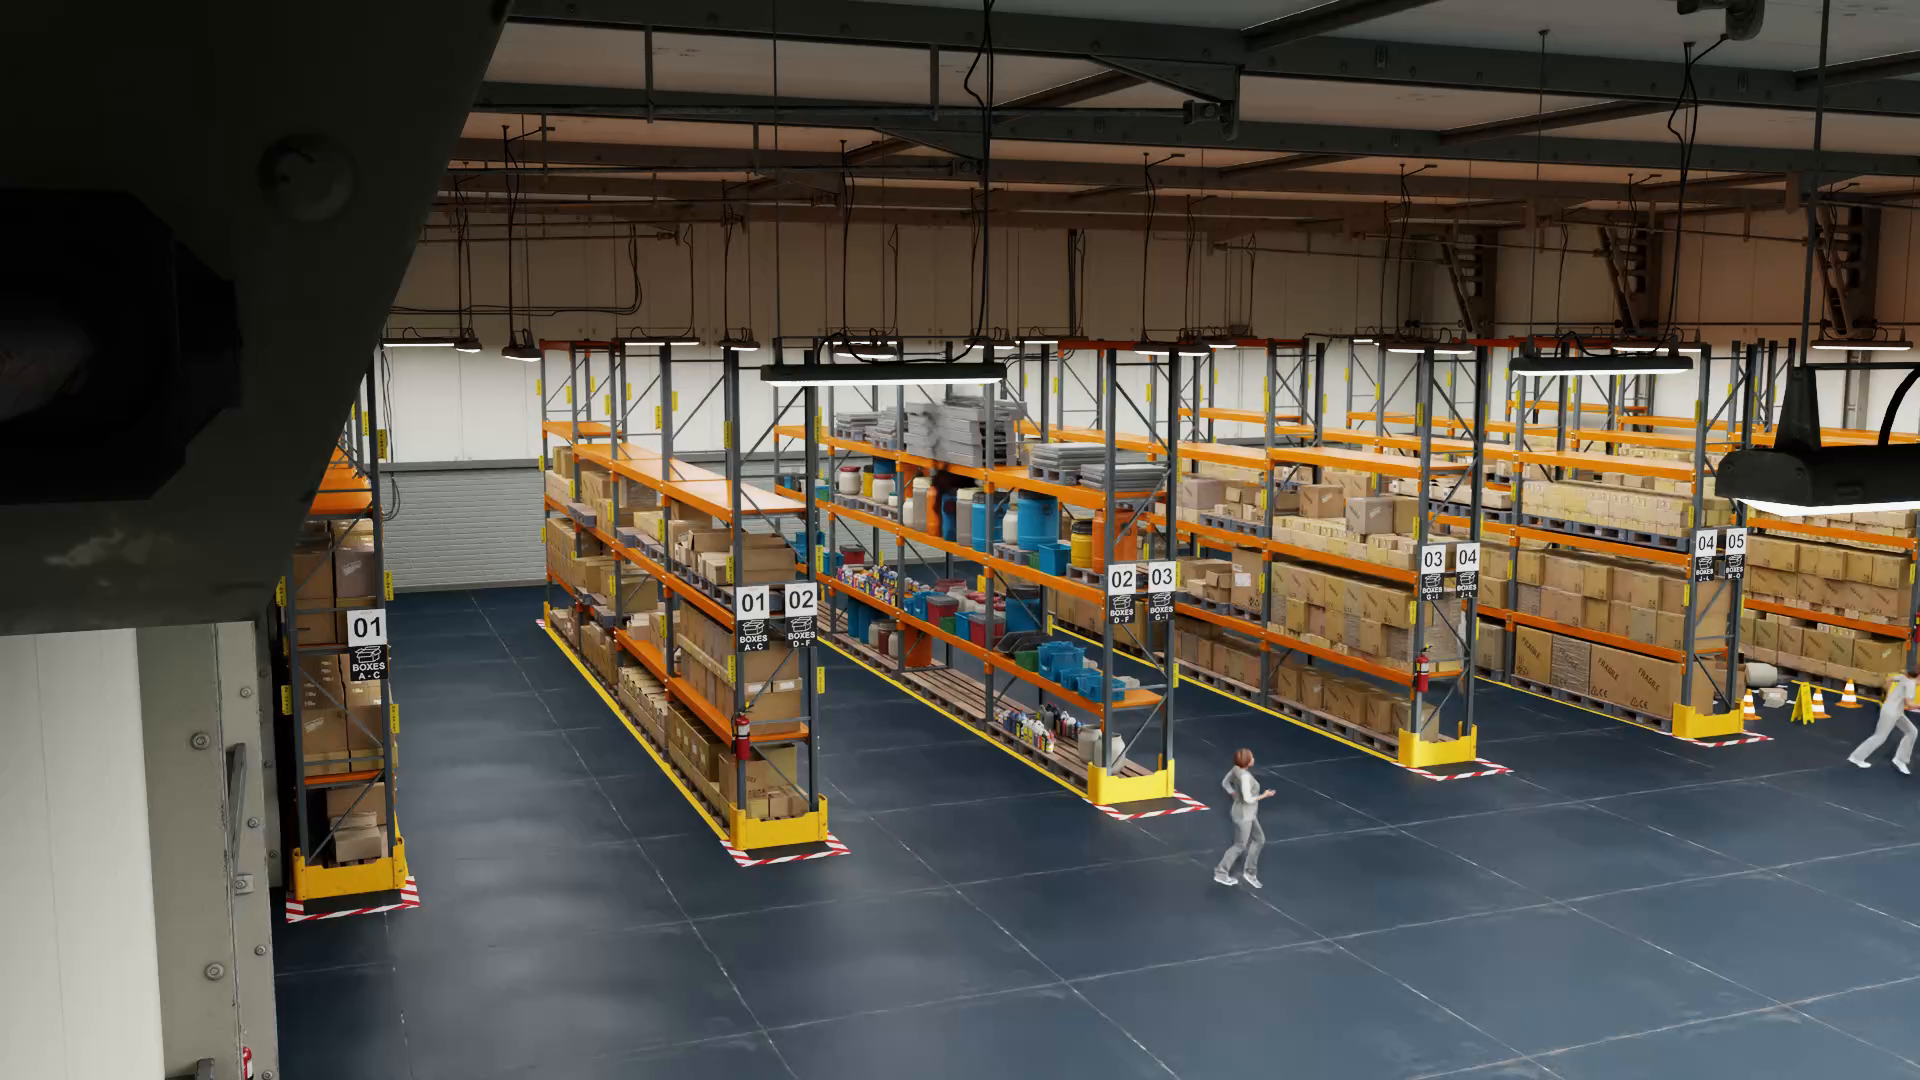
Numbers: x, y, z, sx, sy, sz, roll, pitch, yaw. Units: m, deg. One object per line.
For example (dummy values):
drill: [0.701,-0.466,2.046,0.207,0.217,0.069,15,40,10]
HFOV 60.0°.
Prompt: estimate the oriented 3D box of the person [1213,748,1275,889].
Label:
person: [3.183,3.129,18.613,0.667,1.639,0.514,1,7,6]

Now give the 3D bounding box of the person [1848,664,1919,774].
person: [13.153,2.532,23.530,0.963,1.586,0.600,3,8,22]

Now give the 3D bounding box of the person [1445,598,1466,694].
person: [8.549,1.792,28.577,0.588,1.663,0.815,-4,8,-27]
